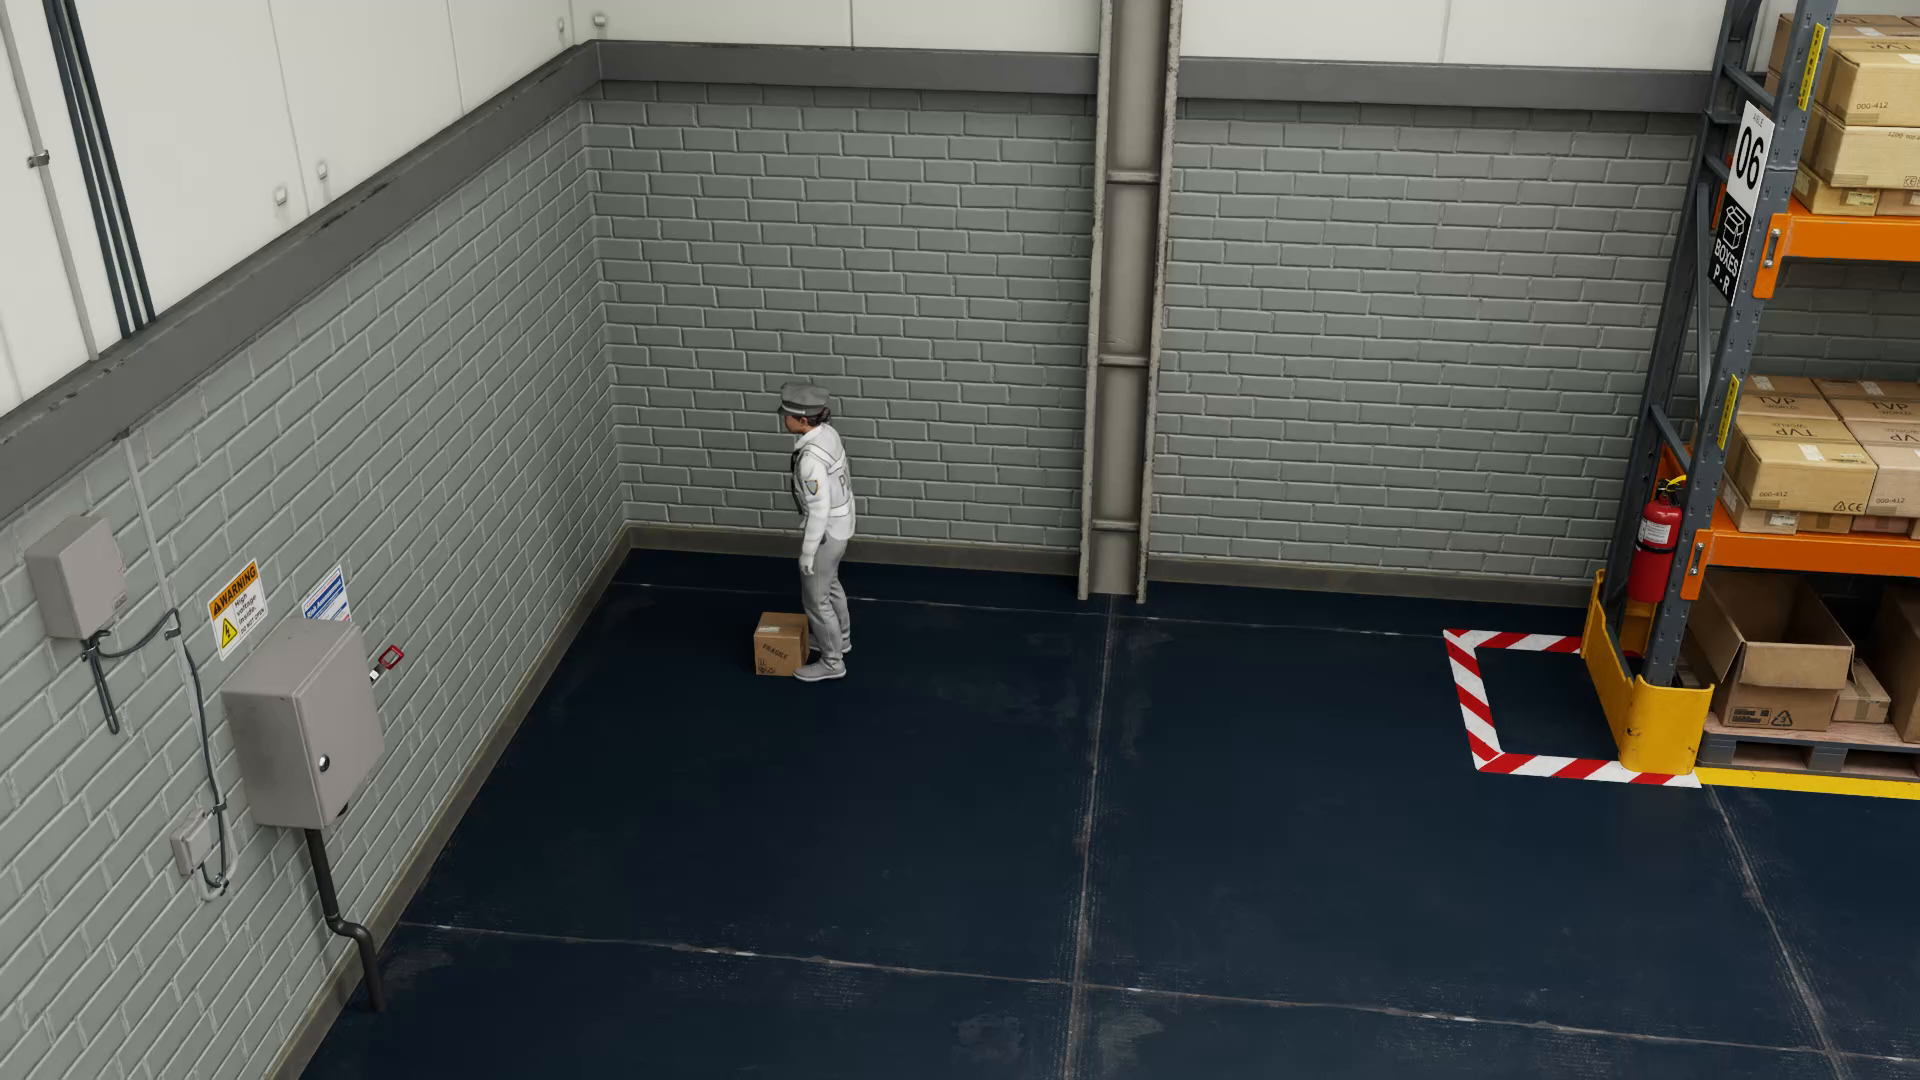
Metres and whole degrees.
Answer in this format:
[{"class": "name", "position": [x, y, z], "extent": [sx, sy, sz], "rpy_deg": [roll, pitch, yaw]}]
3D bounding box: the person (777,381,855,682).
[{"class": "person", "position": [-0.731, -0.039, 8.688], "extent": [0.369, 1.667, 0.547], "rpy_deg": [2, 29, 4]}]
